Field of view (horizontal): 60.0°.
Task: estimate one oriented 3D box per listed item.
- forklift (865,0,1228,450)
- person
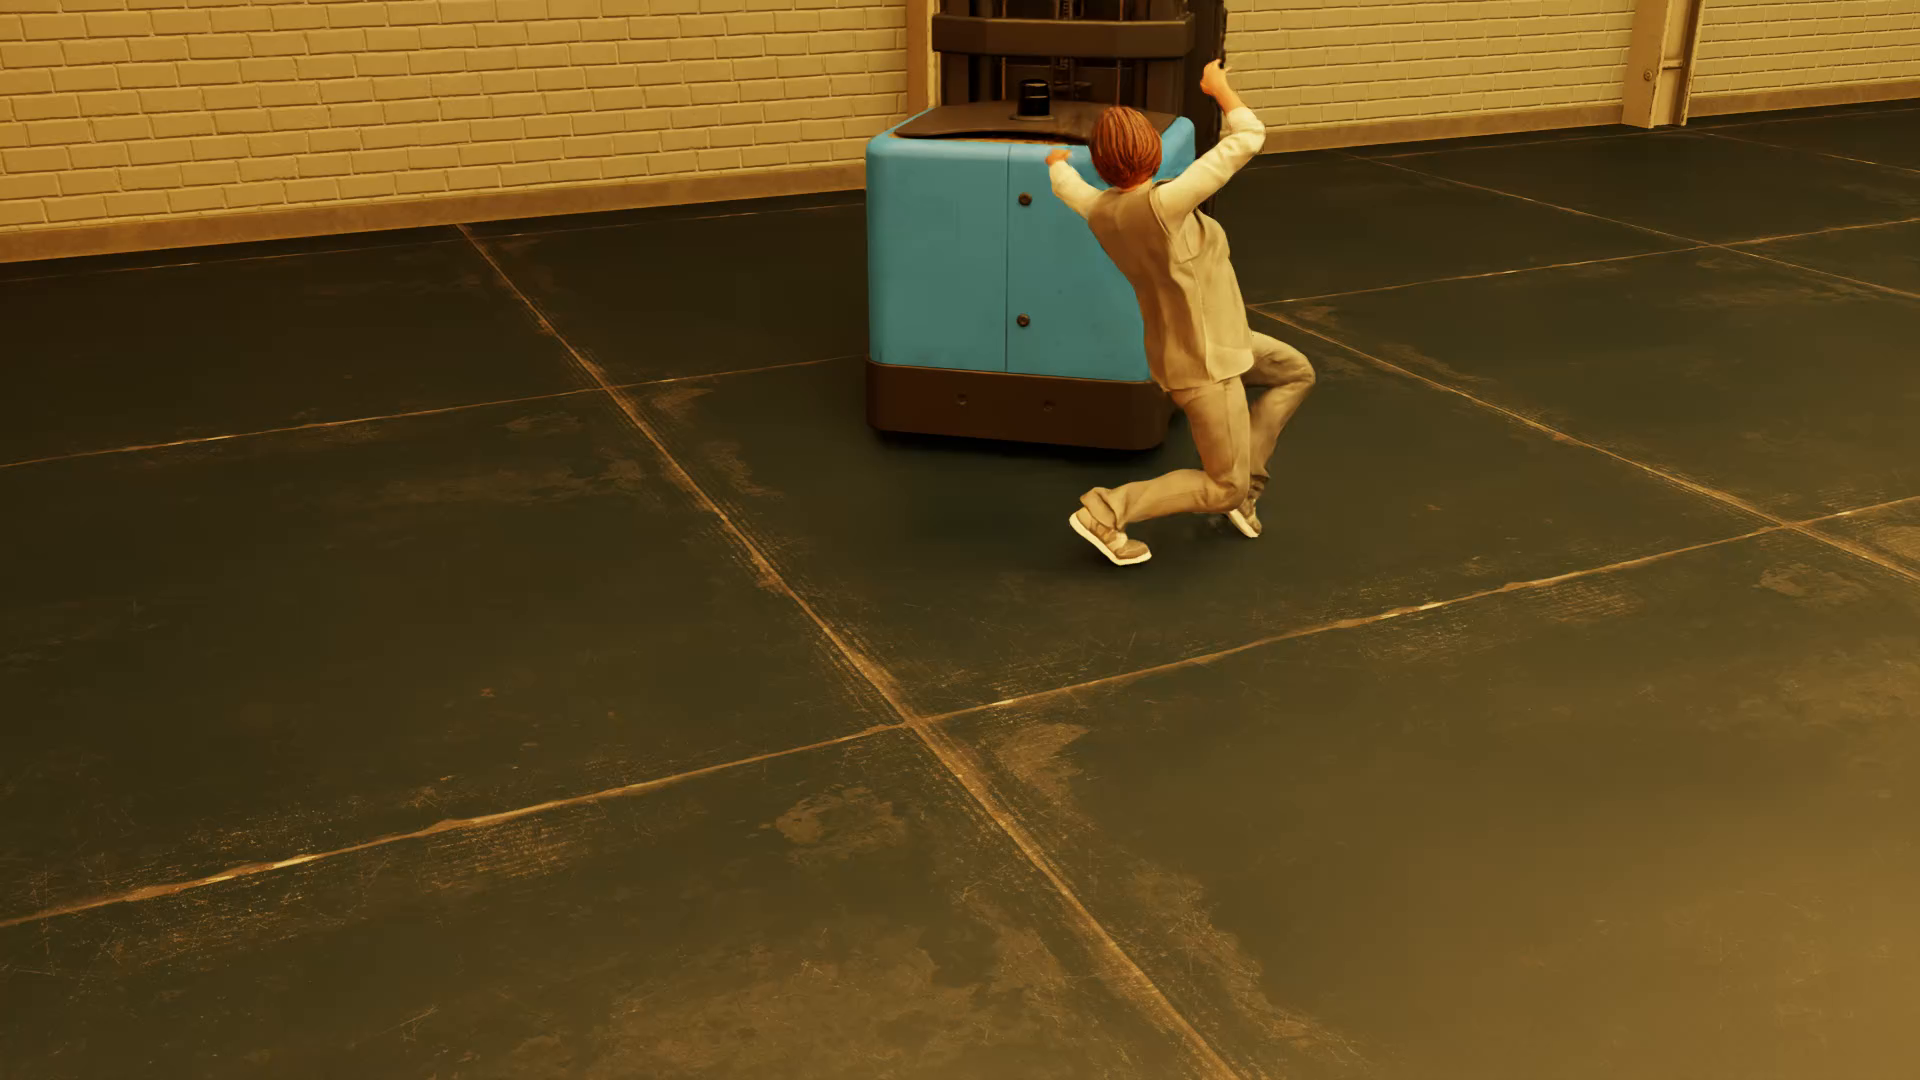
[{"bbox_3d":[0.522,-2.194,6.568,1.130,2.935,3.031,5,23,13],"label":"forklift"},{"bbox_3d":[0.664,-0.703,4.971,0.766,1.444,0.943,-4,23,-10],"label":"person"}]
